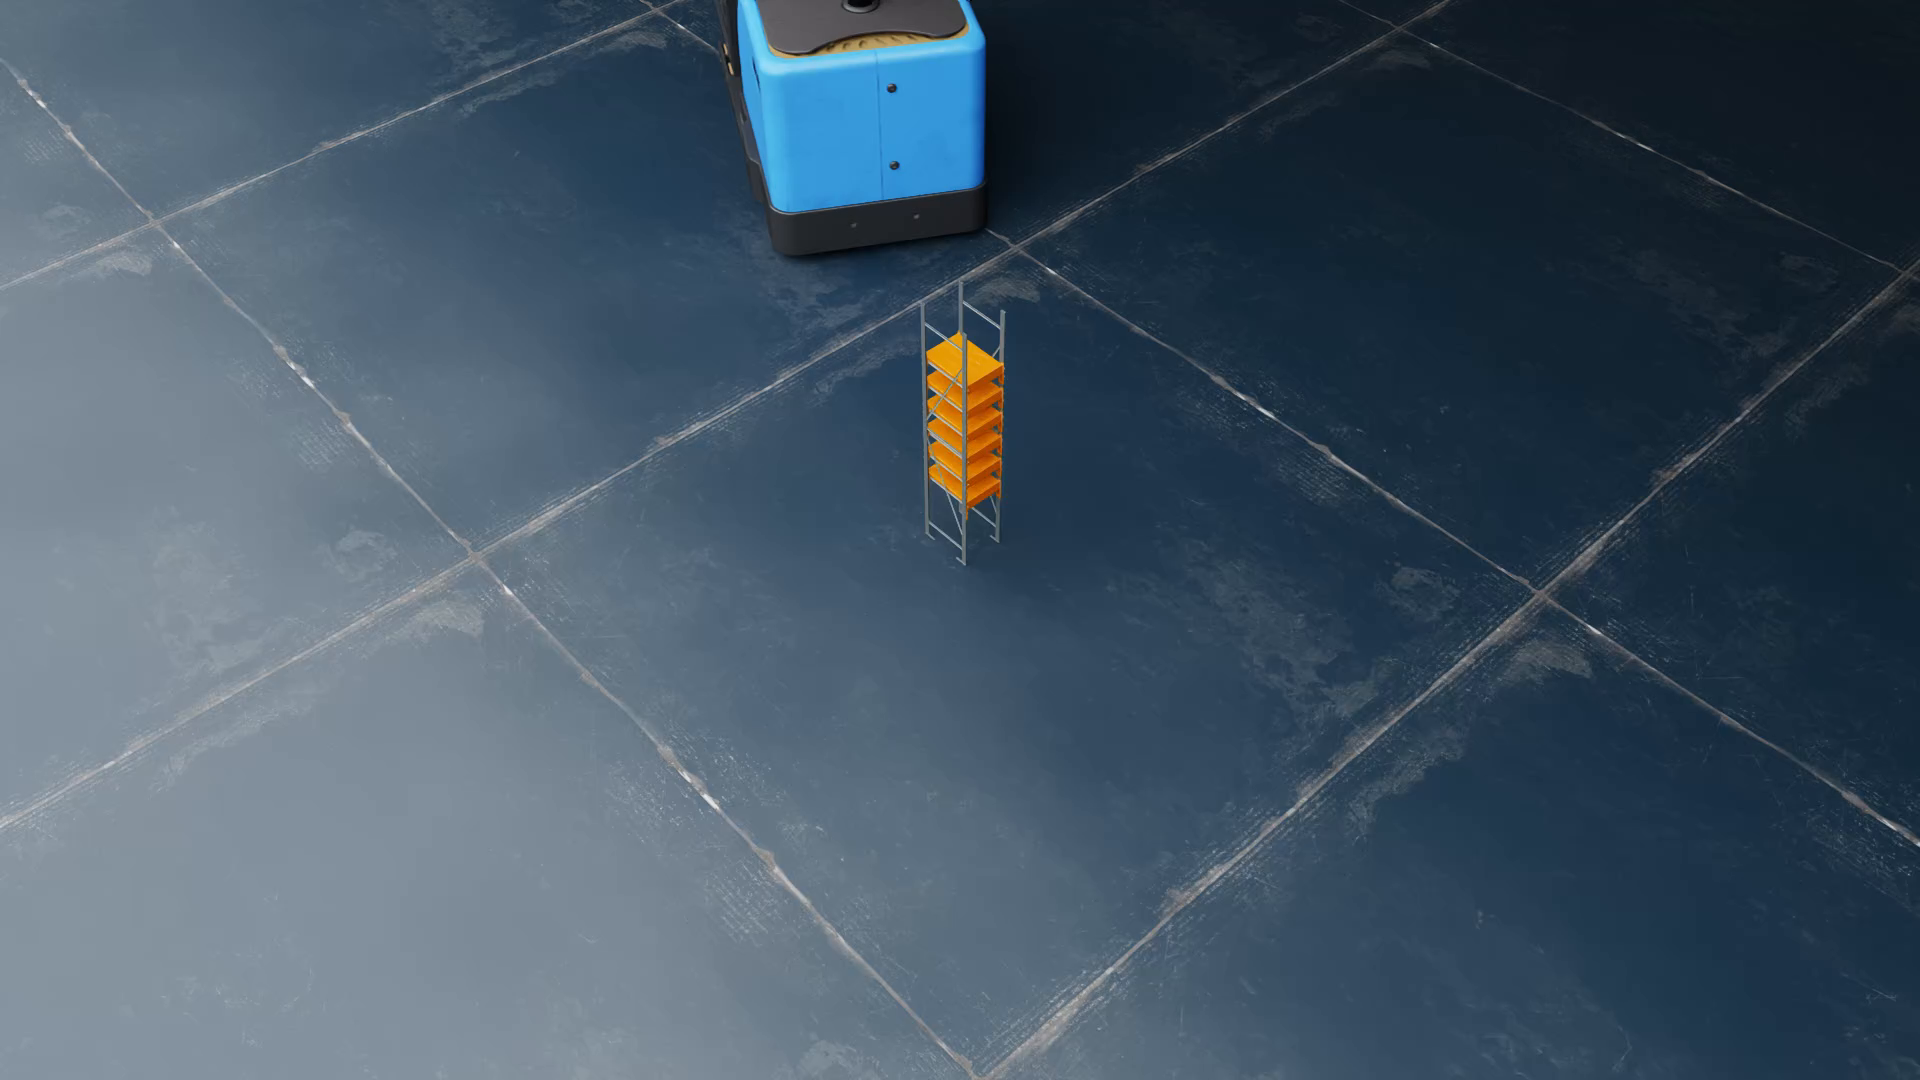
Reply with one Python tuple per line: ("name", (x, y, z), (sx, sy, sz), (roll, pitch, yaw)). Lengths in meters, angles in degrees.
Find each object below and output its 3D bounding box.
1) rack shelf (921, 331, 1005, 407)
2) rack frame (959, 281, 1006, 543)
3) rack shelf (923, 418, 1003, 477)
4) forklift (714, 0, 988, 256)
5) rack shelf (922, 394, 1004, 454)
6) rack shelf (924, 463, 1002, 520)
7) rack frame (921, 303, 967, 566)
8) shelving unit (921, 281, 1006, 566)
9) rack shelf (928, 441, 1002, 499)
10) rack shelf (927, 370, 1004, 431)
("rack shelf", (0.011, -0.628, 6.084), (0.180, 0.103, 0.258), (-34, 56, -27))
("rack frame", (0.078, -0.459, 6.357), (0.006, 1.200, 0.240), (-34, 56, -27))
("rack shelf", (0.011, -0.384, 6.348), (0.180, 0.103, 0.258), (-34, 56, -27))
("forklift", (-0.696, -3.450, 7.939), (1.130, 2.935, 3.031), (-10, 48, -9))
("rack shelf", (0.011, -0.465, 6.260), (0.180, 0.103, 0.258), (-34, 56, -27))
("rack shelf", (0.011, -0.221, 6.525), (0.180, 0.103, 0.258), (-34, 56, -27))
("rack frame", (-0.057, -0.369, 6.274), (0.006, 1.200, 0.240), (-34, 56, -27))
("shelving unit", (0.011, -0.414, 6.316), (0.189, 1.200, 0.258), (-34, 56, -27))
("rack shelf", (0.011, -0.303, 6.436), (0.180, 0.103, 0.258), (-34, 56, -27))
("rack shelf", (0.011, -0.547, 6.172), (0.180, 0.103, 0.258), (-34, 56, -27))
